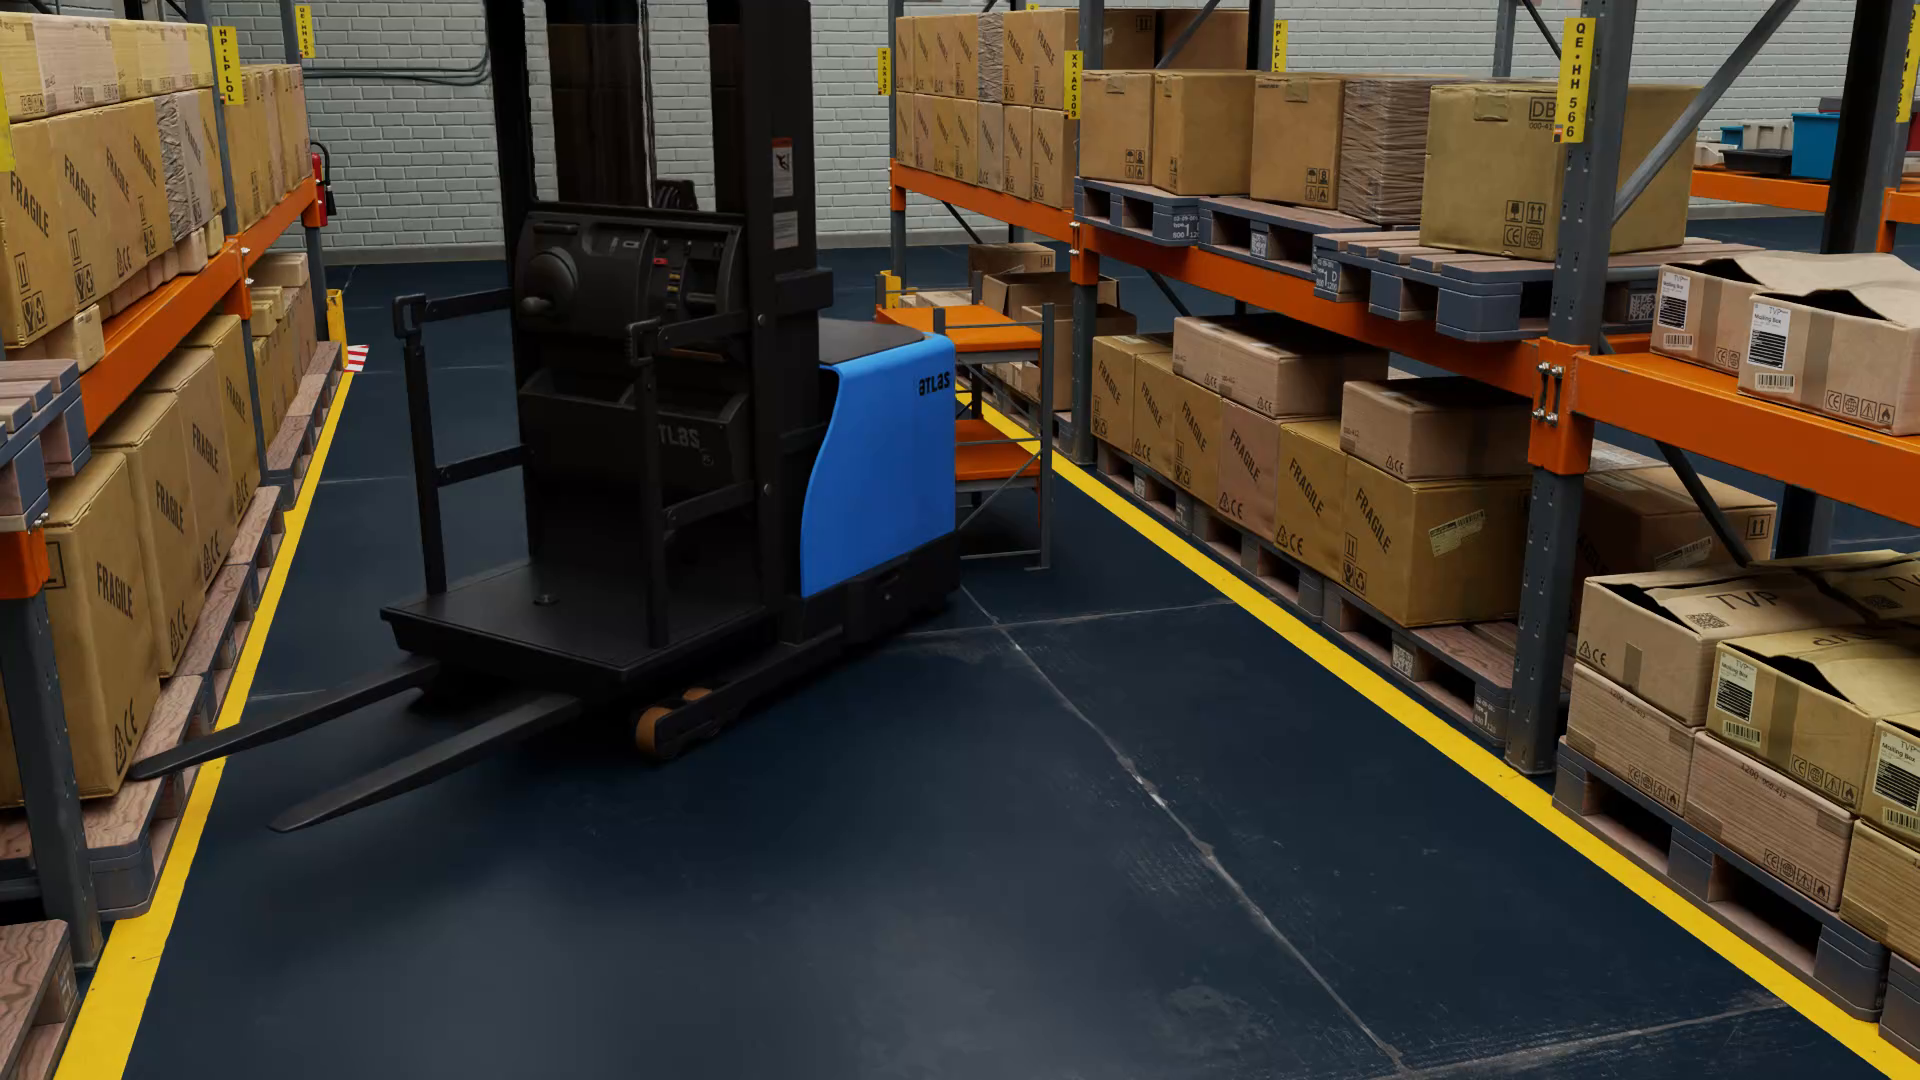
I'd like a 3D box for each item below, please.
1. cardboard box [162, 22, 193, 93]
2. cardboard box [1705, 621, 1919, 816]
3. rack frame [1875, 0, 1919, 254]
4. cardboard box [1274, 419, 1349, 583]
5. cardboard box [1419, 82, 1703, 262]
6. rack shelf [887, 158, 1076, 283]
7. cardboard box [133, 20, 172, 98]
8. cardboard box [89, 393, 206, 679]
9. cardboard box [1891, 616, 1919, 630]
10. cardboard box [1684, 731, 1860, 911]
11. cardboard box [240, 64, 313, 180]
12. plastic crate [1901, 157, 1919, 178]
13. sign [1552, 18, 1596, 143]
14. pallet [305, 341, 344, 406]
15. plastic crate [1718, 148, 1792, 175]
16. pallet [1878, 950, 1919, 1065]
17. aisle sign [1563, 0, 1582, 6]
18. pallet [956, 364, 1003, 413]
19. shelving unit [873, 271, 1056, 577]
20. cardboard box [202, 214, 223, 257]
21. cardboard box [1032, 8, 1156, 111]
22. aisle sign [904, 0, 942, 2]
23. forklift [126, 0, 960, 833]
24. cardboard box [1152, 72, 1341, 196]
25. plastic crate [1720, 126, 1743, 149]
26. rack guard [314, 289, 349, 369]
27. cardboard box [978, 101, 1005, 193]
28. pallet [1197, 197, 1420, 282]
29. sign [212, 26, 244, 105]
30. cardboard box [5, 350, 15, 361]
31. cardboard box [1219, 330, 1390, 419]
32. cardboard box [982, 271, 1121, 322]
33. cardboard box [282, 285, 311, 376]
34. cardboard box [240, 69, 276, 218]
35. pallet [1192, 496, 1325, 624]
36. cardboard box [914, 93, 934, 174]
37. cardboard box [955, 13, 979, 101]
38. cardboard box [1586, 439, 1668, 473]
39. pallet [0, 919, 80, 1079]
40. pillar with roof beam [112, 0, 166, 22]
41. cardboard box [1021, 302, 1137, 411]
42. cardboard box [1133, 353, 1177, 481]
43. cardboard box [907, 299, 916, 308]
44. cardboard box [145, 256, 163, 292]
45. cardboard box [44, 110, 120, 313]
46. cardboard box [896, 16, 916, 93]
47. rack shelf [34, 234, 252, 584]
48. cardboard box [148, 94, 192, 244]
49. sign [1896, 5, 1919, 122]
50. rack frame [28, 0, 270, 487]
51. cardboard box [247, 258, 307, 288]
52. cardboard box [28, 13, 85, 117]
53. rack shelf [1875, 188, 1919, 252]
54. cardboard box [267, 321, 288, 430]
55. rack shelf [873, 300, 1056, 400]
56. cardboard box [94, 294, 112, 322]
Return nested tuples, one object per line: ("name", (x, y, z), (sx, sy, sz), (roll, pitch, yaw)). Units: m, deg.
("cardboard box", (-3.174, -1.792, 6.173), (0.500, 0.250, 0.500), (-4, 17, -14))
("cardboard box", (2.196, 0.390, 4.014), (0.500, 0.311, 0.500), (-5, 17, -17))
("rack frame", (5.846, -2.267, 9.785), (1.000, 3.000, 0.127), (-5, 17, -15))
("cardboard box", (1.557, -0.167, 6.373), (0.500, 0.500, 0.500), (-5, 18, -17))
("cardboard box", (1.900, -1.184, 5.276), (0.700, 0.500, 0.500), (-12, 20, -34))
("rack shelf", (0.533, -2.085, 10.430), (1.077, 0.370, 4.000), (-5, 17, -15))
("cardboard box", (-3.034, -1.650, 5.703), (0.500, 0.250, 0.500), (-4, 17, -14))
("cardboard box", (-2.891, -0.005, 5.263), (0.750, 0.750, 0.750), (-5, 17, -16))
("cardboard box", (2.711, 0.346, 4.161), (0.500, 0.311, 0.500), (-5, 17, -16))
("cardboard box", (2.182, 0.653, 4.114), (0.500, 0.250, 0.500), (-5, 17, -17))
("cardboard box", (-4.629, -2.593, 10.350), (0.980, 0.700, 0.700), (-4, 17, -13))
("plastic crate", (5.856, -2.309, 10.280), (0.396, 0.136, 0.243), (-5, 17, -15))
("sign", (1.663, -1.241, 4.494), (0.100, 0.325, 0.005), (-5, 17, -15))
("pallet", (-4.484, -1.040, 10.546), (1.003, 0.211, 1.213), (-5, 17, -15))
("plastic crate", (5.280, -2.452, 10.776), (0.437, 0.125, 0.590), (-5, 17, -15))
("pallet", (2.702, 1.133, 3.312), (1.003, 0.211, 1.213), (-5, 17, -15))
("aisle sign", (5.009, -4.661, 13.237), (0.394, 0.787, 0.004), (-5, 17, -15))
("pallet", (0.556, -1.069, 10.644), (1.003, 0.211, 1.213), (-5, 17, -15))
("shelving unit", (-0.002, -0.541, 7.296), (0.538, 1.125, 1.048), (-5, 17, -15))
("cardboard box", (-3.222, -1.234, 6.747), (0.380, 0.149, 0.250), (-4, 17, -14))
("cardboard box", (0.695, -2.522, 8.724), (0.500, 0.500, 0.500), (-5, 17, -15))
("aisle sign", (-0.318, -4.223, 11.779), (0.394, 0.787, 0.004), (-5, 17, -15))
("forklift", (-1.205, -0.871, 5.258), (1.130, 2.935, 3.031), (10, 19, 30))
("cardboard box", (1.247, -1.791, 7.298), (0.700, 0.500, 0.500), (-2, 17, -6))
("plastic crate", (5.558, -2.774, 11.660), (0.416, 0.233, 0.300), (-5, 17, -15))
("rack guard", (-4.785, -1.400, 11.242), (1.175, 0.500, 0.348), (-5, 17, -15))
("cardboard box", (0.412, -2.327, 9.810), (0.500, 0.500, 0.500), (-4, 17, -14))
("pallet", (1.643, -1.215, 6.618), (1.003, 0.211, 1.213), (-5, 17, -15))
("sign", (-3.160, -2.046, 7.174), (0.100, 0.325, 0.005), (-5, 17, -15))
("cardboard box", (-2.448, -0.376, 3.891), (0.380, 0.149, 0.250), (-5, 17, -16))
("cardboard box", (1.394, -0.681, 6.781), (0.500, 0.250, 0.500), (-5, 17, -16))
("cardboard box", (0.561, -1.411, 10.509), (0.797, 0.503, 0.637), (-5, 17, -15))
("cardboard box", (-4.353, -1.270, 10.081), (0.700, 0.500, 0.500), (-5, 17, -15))
("cardboard box", (-4.008, -1.981, 8.311), (0.980, 0.700, 0.700), (-5, 17, -17))
("pallet", (1.681, 0.019, 7.021), (1.003, 0.211, 1.213), (-5, 17, -15))
("cardboard box", (-0.002, -2.745, 11.202), (0.500, 0.500, 0.500), (-5, 17, -16))
("cardboard box", (0.276, -2.943, 10.123), (0.500, 0.500, 0.500), (-5, 17, -16))
("cardboard box", (2.182, -0.076, 6.072), (0.500, 0.500, 0.500), (-5, 18, -17))
("pallet", (-2.367, 1.175, 3.175), (1.003, 0.211, 1.213), (-5, 17, -15))
("pillar with roof beam", (-2.213, -6.482, 13.389), (9.100, 9.000, 0.400), (-5, 17, -15))
("cardboard box", (0.653, -1.025, 9.231), (0.500, 0.500, 0.500), (-5, 17, -15))
("cardboard box", (1.138, -0.590, 7.783), (0.500, 0.500, 0.500), (-4, 17, -14))
("cardboard box", (-0.164, -1.624, 11.806), (0.380, 0.166, 0.250), (-5, 17, -15))
("cardboard box", (-3.007, -0.947, 5.792), (0.380, 0.149, 0.250), (-5, 17, -17))
("cardboard box", (-2.603, -0.877, 4.433), (0.500, 0.500, 0.500), (-4, 17, -13))
("cardboard box", (-0.148, -3.366, 11.531), (0.500, 0.500, 0.500), (-4, 17, -14))
("rack shelf", (-3.130, -0.586, 5.439), (1.077, 0.370, 4.000), (-5, 17, -15))
("cardboard box", (-3.031, -1.296, 5.826), (0.500, 0.500, 0.500), (-5, 17, -15))
("sign", (2.714, -1.369, 4.783), (0.100, 0.325, 0.005), (-5, 17, -15))
("rack frame", (-3.680, -1.484, 7.177), (1.000, 3.000, 0.127), (-5, 17, -15))
("cardboard box", (-4.209, -1.627, 10.143), (0.380, 0.149, 0.250), (-4, 17, -14))
("cardboard box", (-2.606, -1.231, 4.306), (0.500, 0.250, 0.500), (-5, 17, -16))
("rack shelf", (6.396, -1.369, 8.046), (1.077, 0.370, 4.000), (-5, 17, -15))
("cardboard box", (-3.921, -0.842, 8.655), (0.700, 0.500, 0.500), (-5, 17, -16))
("rack shelf", (-0.002, -0.821, 7.212), (0.538, 0.278, 1.000), (-5, 17, -15))
("cardboard box", (-2.828, -0.730, 5.069), (0.380, 0.149, 0.250), (-4, 17, -14))
